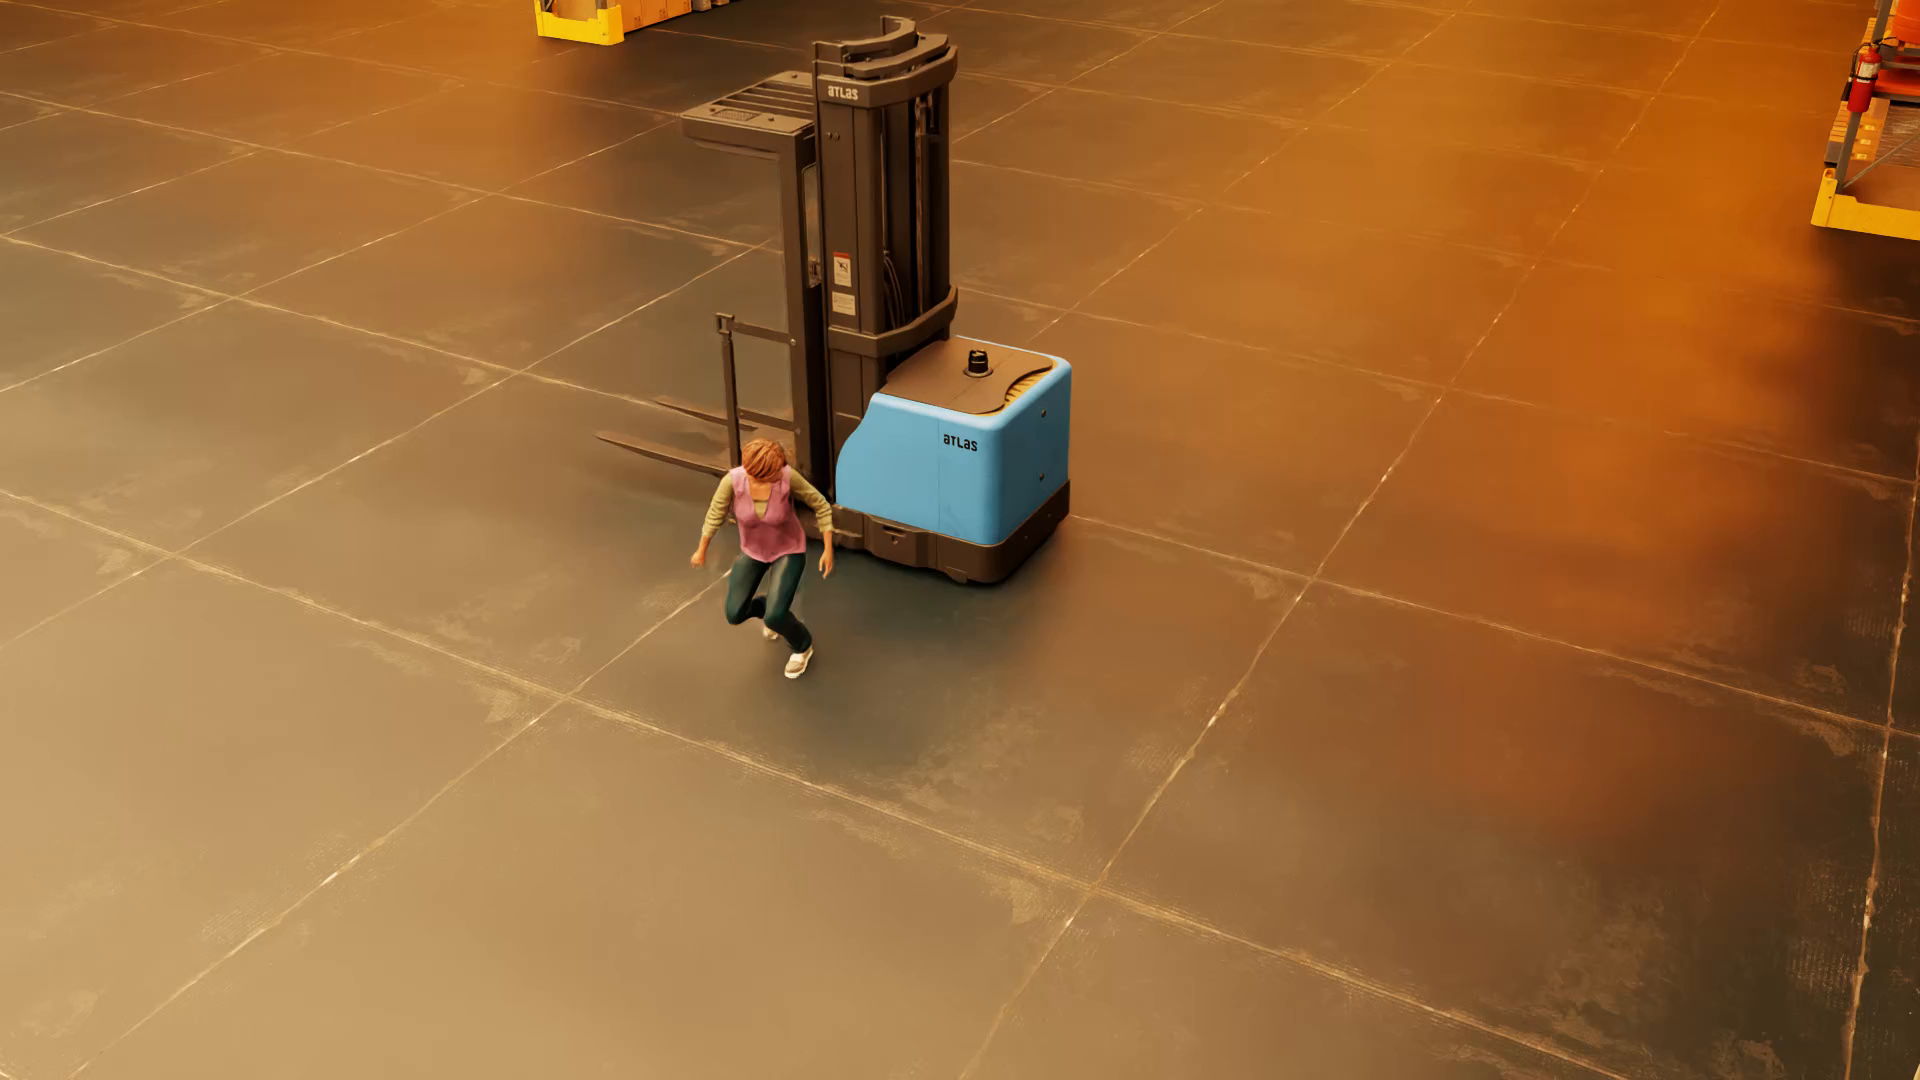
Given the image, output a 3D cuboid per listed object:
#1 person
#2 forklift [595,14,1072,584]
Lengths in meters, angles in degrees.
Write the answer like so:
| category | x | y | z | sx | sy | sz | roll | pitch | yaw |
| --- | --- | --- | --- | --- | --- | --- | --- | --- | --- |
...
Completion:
| category | x | y | z | sx | sy | sz | roll | pitch | yaw |
| --- | --- | --- | --- | --- | --- | --- | --- | --- | --- |
| person | -1.004 | 0.034 | 8.566 | 0.773 | 1.403 | 0.527 | 5 | 30 | 8 |
| forklift | -0.875 | -1.538 | 9.736 | 3.031 | 2.935 | 1.130 | 15 | 33 | 25 |
